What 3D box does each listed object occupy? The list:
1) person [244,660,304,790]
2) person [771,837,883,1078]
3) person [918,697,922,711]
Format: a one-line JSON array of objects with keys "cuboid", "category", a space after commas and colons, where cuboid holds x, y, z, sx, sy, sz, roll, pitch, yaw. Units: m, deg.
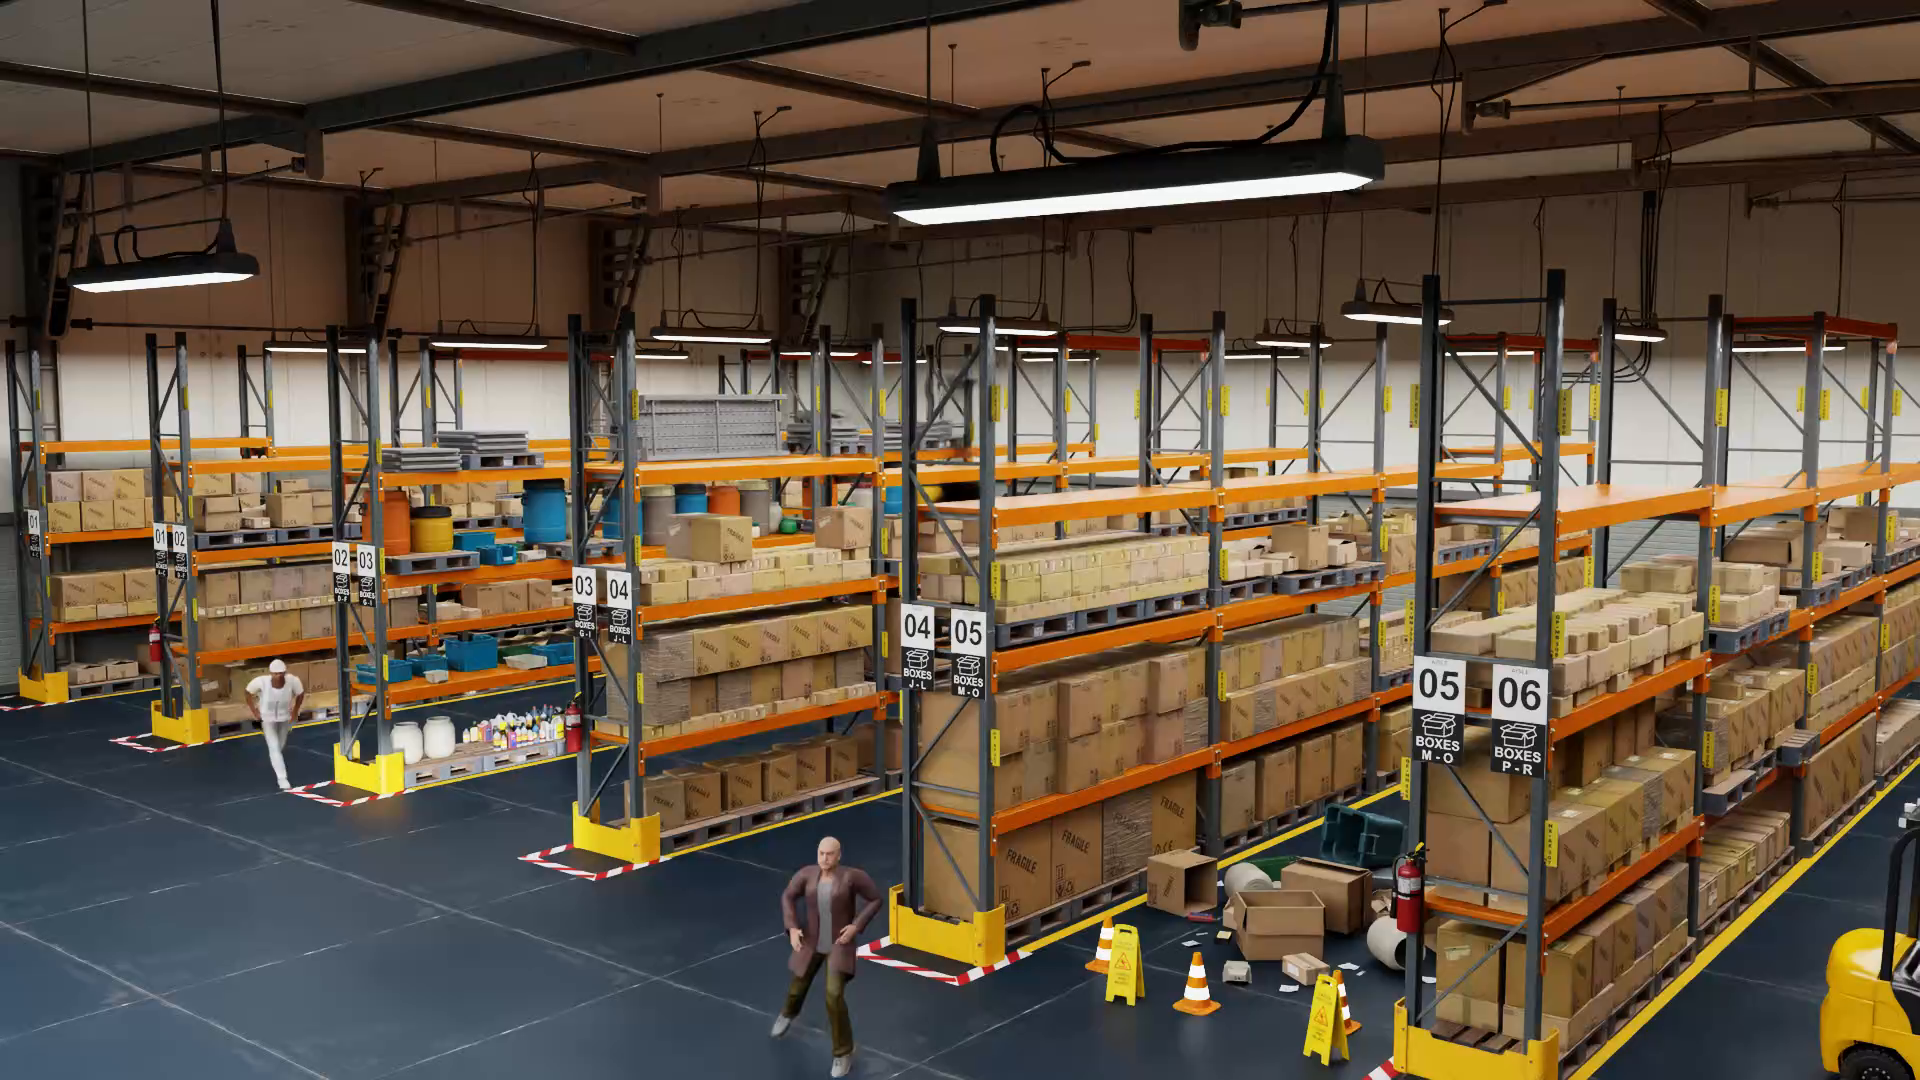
[{"cuboid": [-9.016, 2.377, 21.879, 0.726, 1.711, 1.038, -3, 6, -27], "category": "person"}, {"cuboid": [-1.064, 3.157, 12.883, 0.933, 1.781, 0.822, 1, 5, 9], "category": "person"}, {"cuboid": [-0.540, 1.741, 25.344, 0.702, 1.736, 0.598, 4, 7, 39], "category": "person"}]
